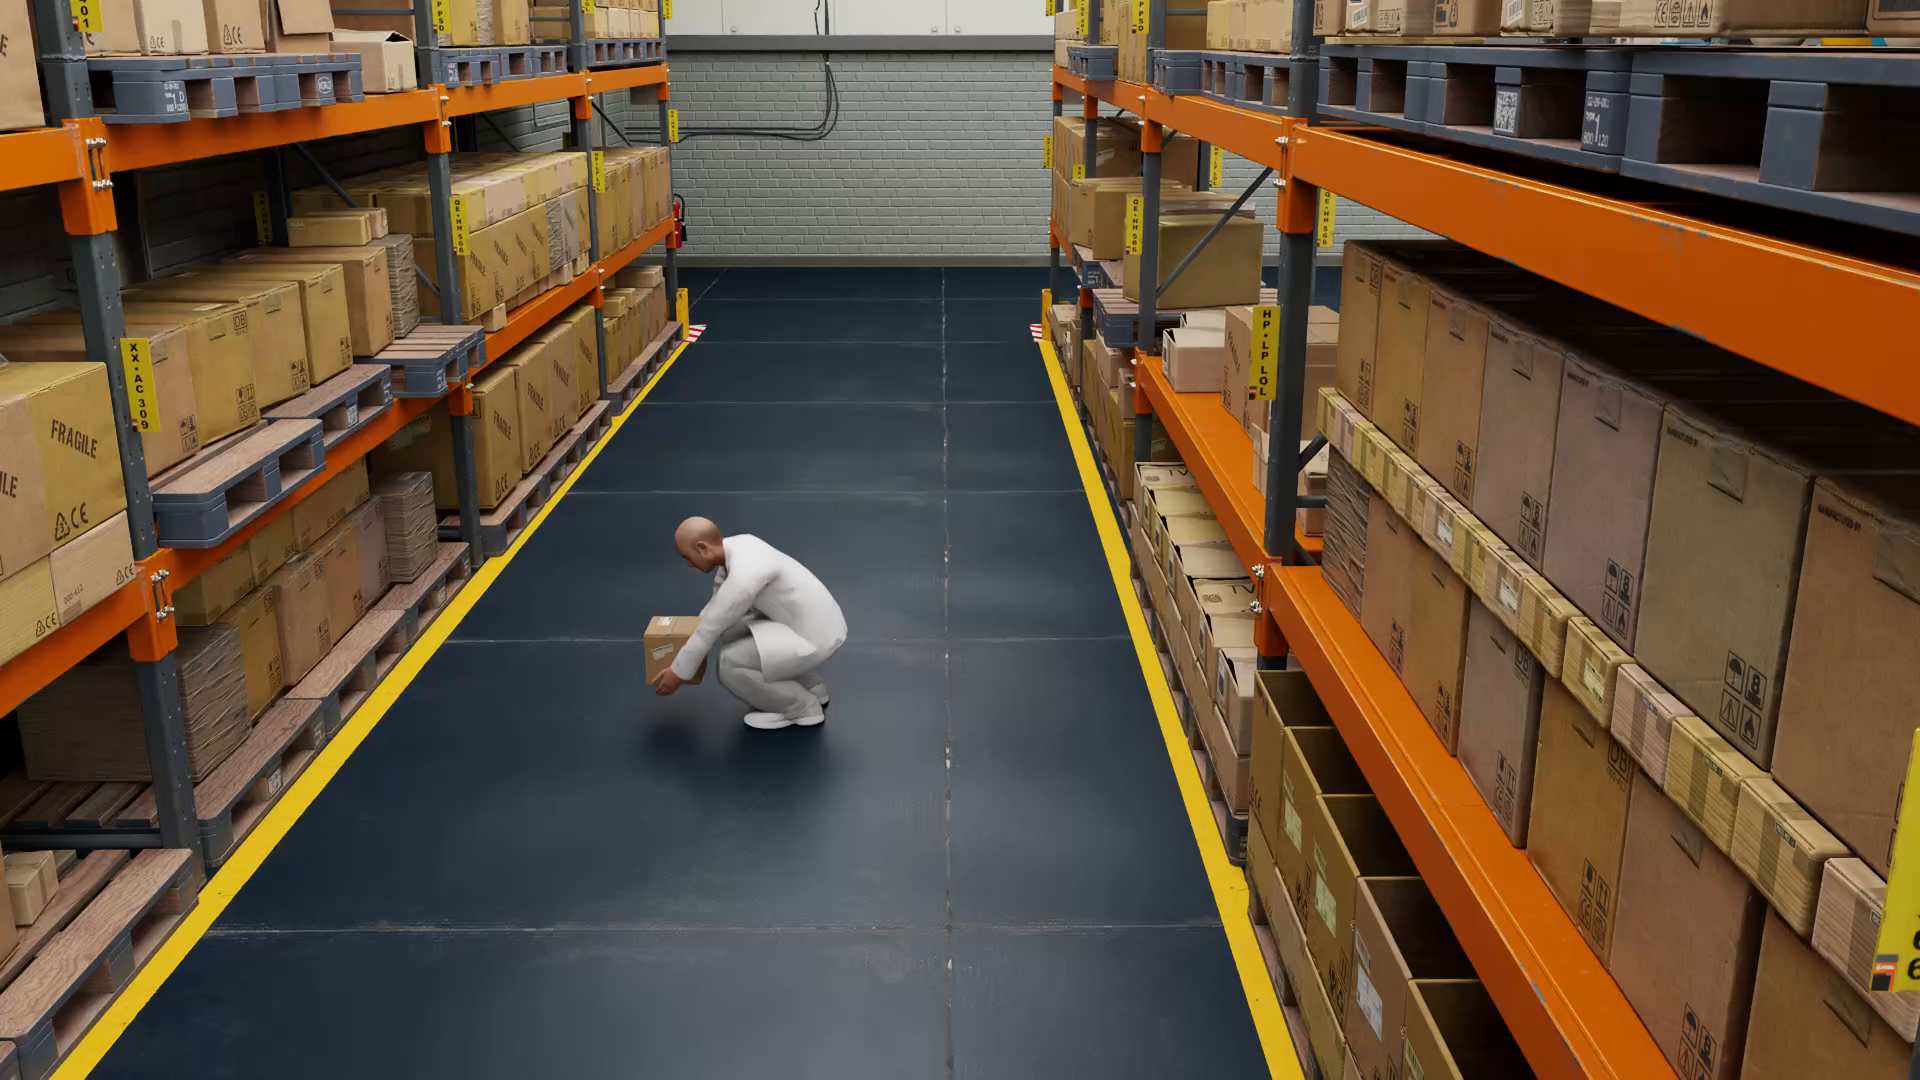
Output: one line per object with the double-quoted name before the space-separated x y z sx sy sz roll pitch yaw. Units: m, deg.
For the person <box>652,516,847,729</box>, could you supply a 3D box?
"person" -0.978 0.363 7.756 0.900 0.981 0.597 0 17 -1
